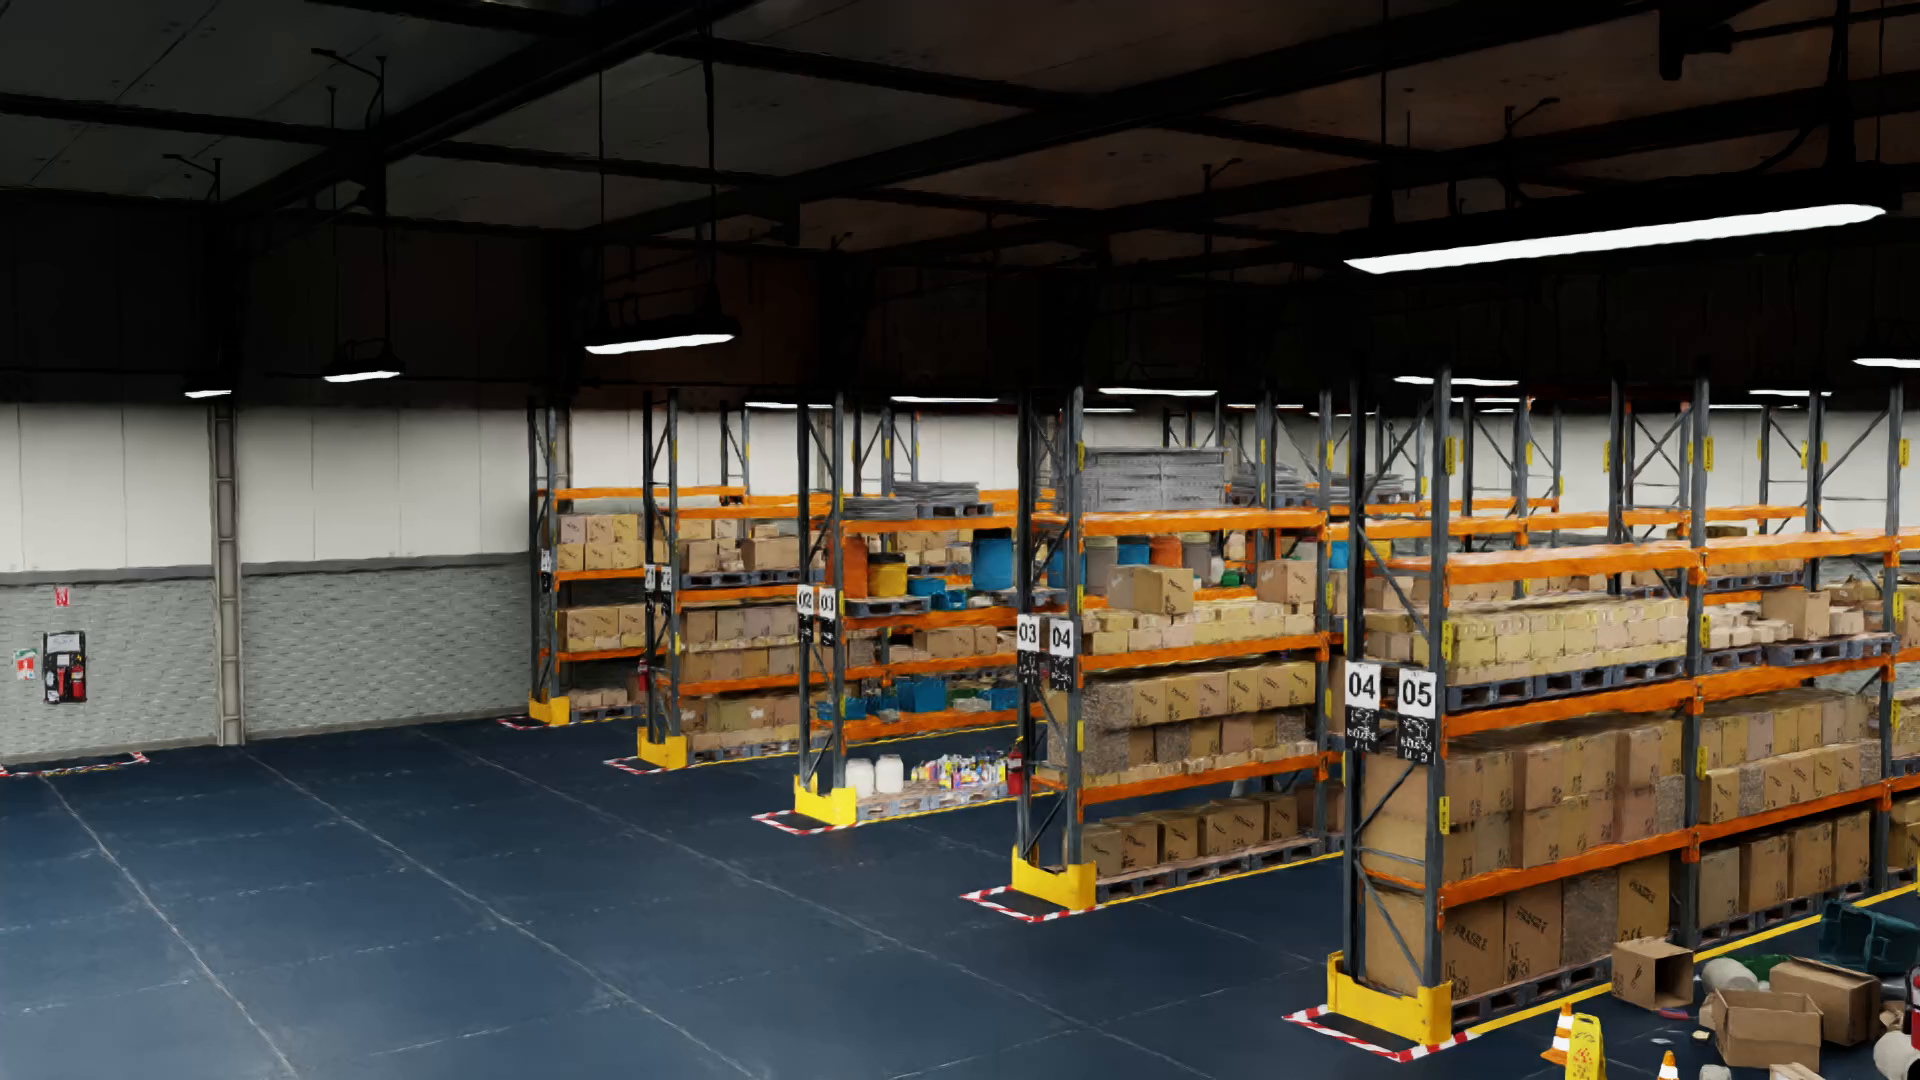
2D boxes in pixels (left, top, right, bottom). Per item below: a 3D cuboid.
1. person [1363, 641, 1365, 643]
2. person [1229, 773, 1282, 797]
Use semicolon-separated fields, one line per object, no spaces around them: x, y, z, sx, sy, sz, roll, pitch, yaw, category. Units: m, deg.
9.100;2.150;36.755;0.683;1.662;0.564;0;3;-5;person
4.040;2.940;22.872;1.029;1.705;0.535;-2;4;-26;person
